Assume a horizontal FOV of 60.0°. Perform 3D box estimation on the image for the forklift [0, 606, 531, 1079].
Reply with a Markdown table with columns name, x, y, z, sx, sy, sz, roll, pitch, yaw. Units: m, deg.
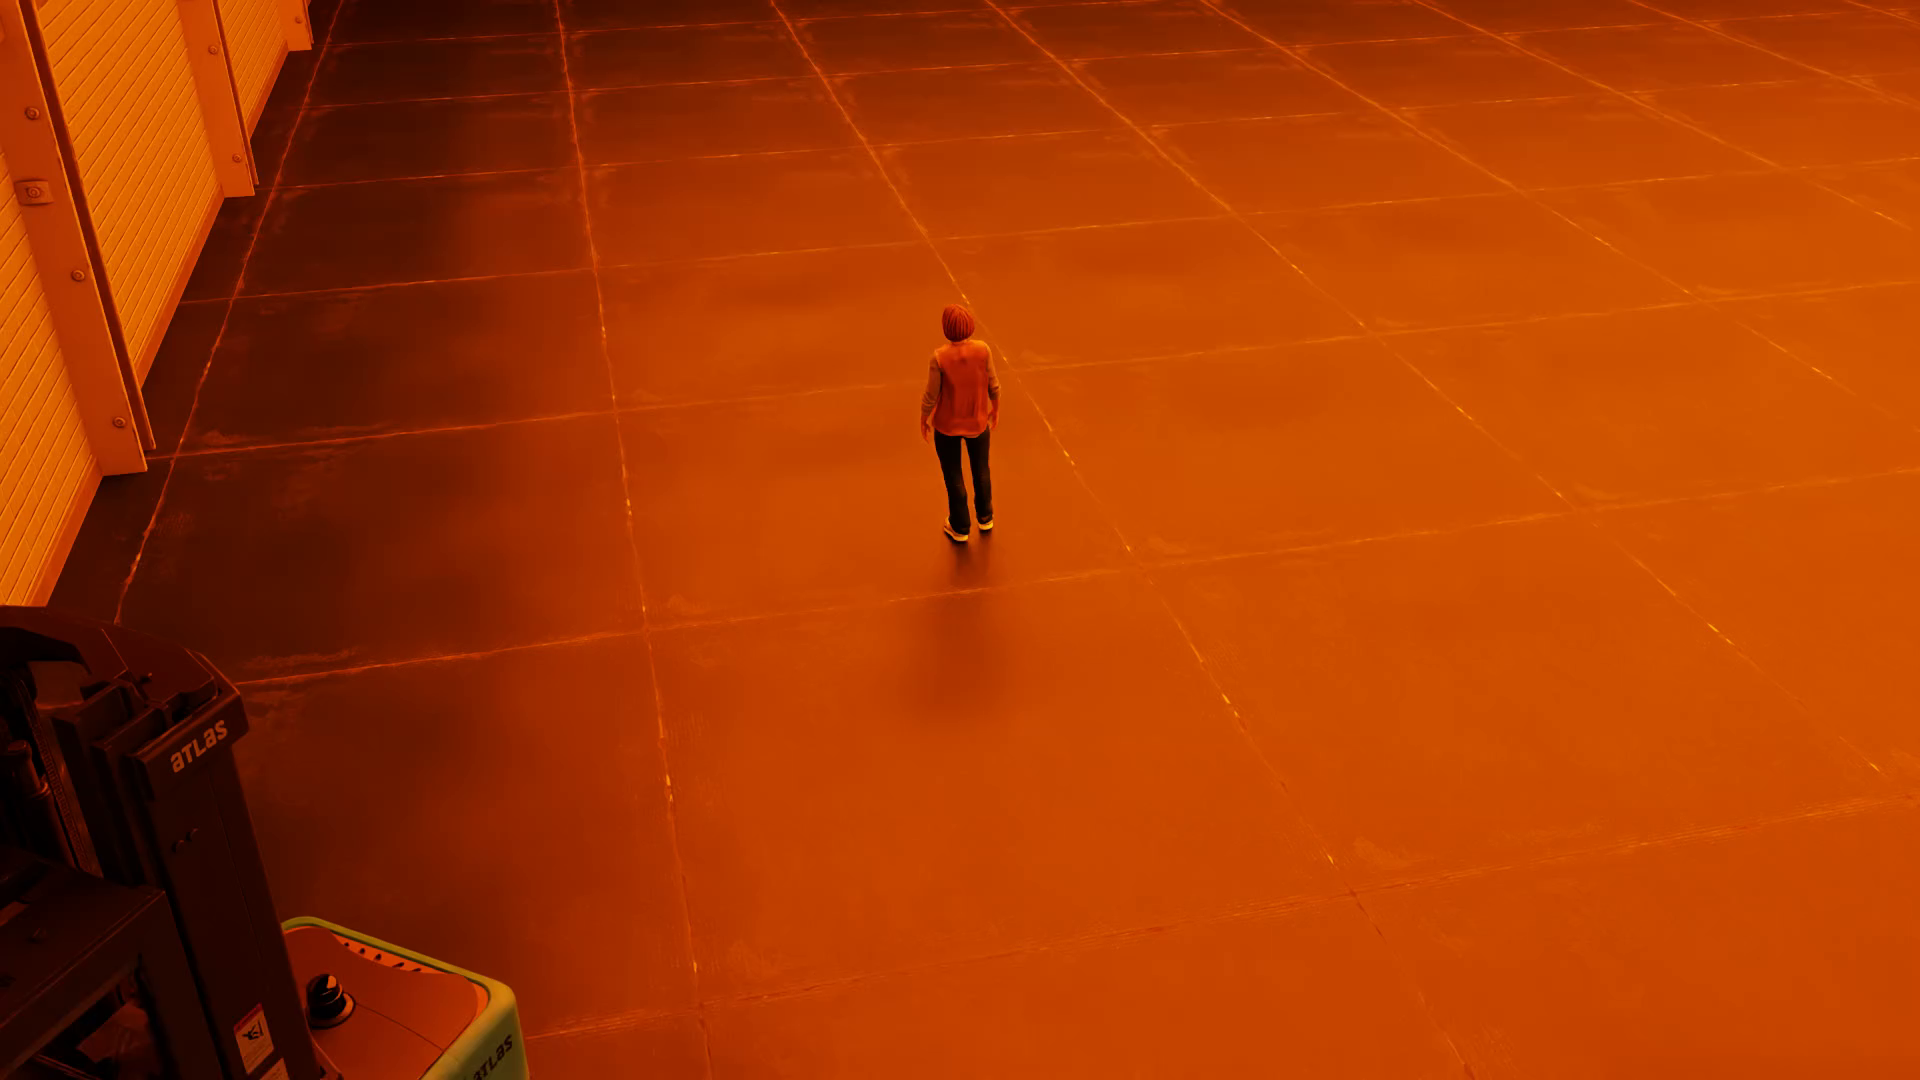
| name | x | y | z | sx | sy | sz | roll | pitch | yaw |
| --- | --- | --- | --- | --- | --- | --- | --- | --- | --- |
| forklift | -2.555 | 1.779 | 4.502 | 1.130 | 2.935 | 3.031 | 12 | 32 | 20 |

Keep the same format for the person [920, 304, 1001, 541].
| name | x | y | z | sx | sy | sz | roll | pitch | yaw |
| --- | --- | --- | --- | --- | --- | --- | --- | --- | --- |
| person | -0.003 | -0.735 | 10.161 | 0.520 | 1.597 | 0.476 | -7 | 31 | -12 |
